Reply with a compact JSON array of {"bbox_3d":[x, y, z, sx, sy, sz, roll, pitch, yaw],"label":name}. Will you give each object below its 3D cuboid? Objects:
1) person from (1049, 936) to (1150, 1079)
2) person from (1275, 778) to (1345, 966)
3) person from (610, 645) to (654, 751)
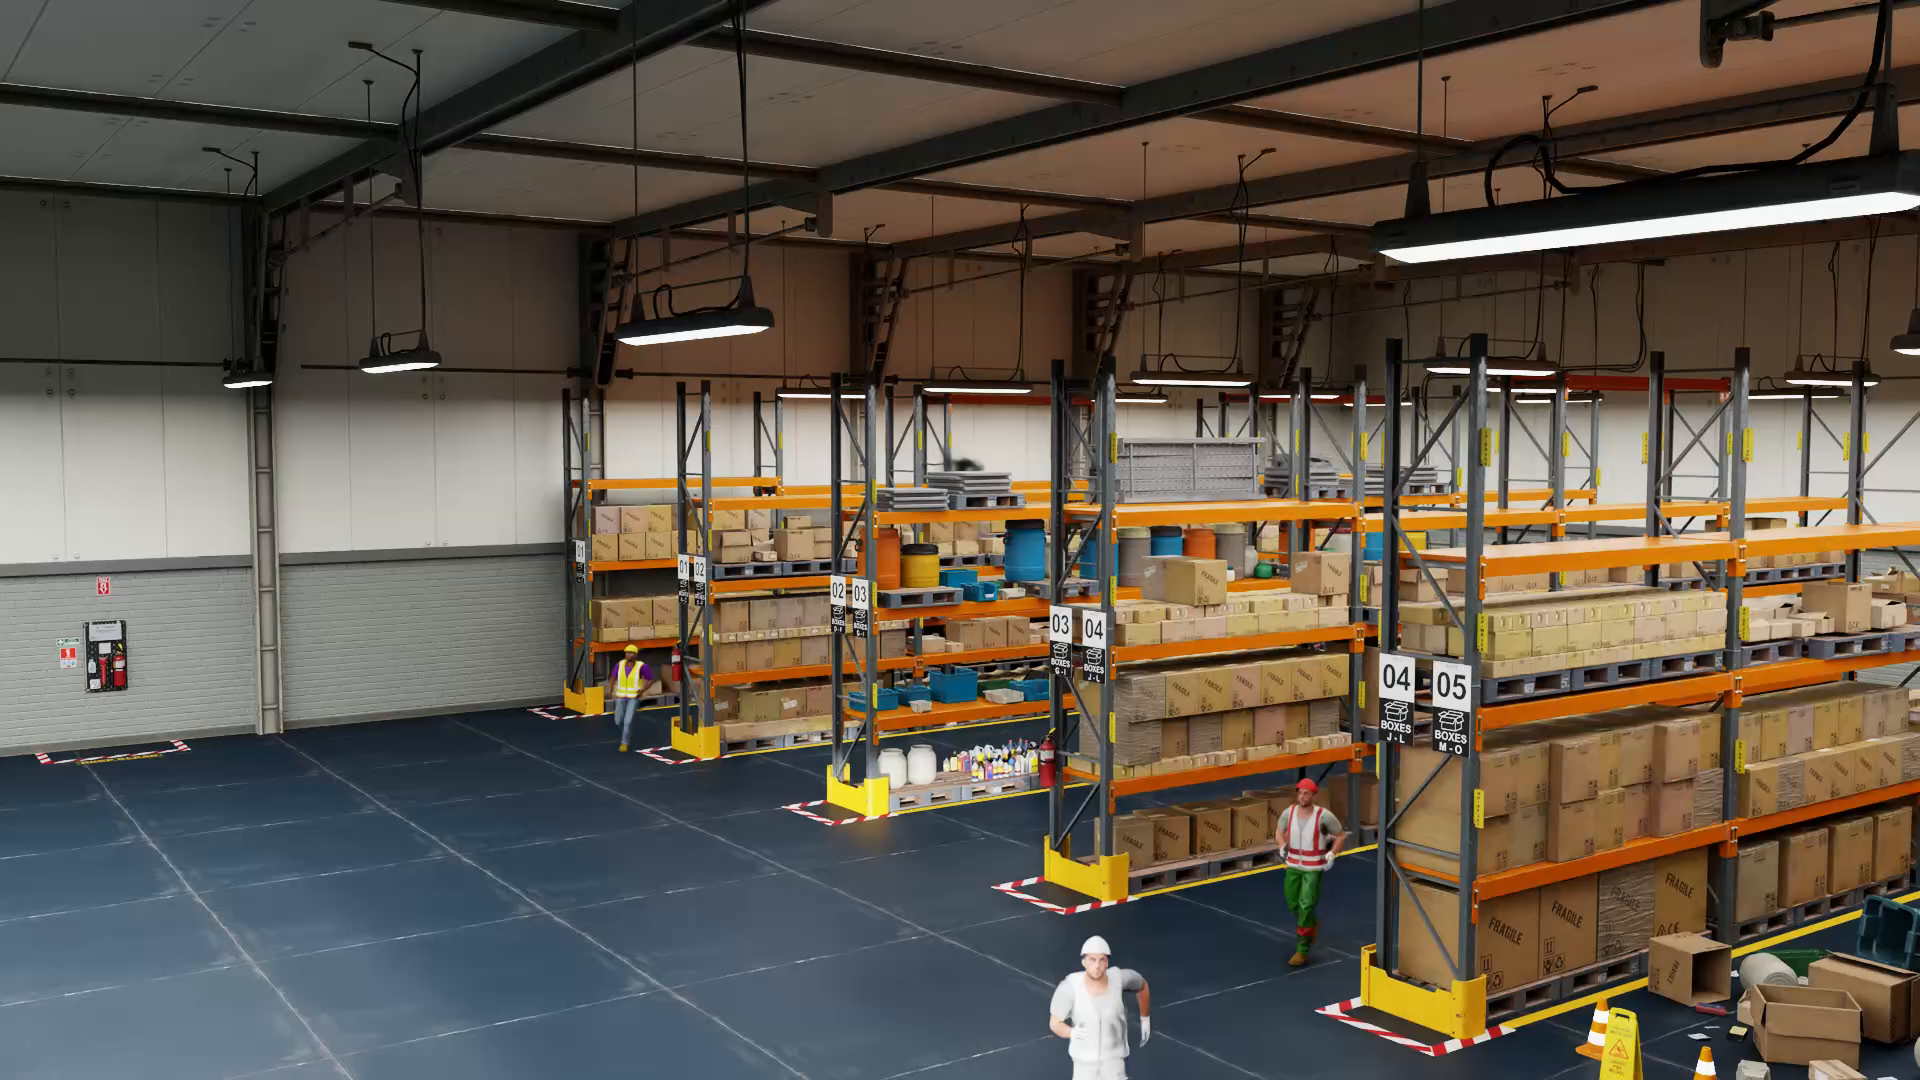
[{"bbox_3d":[0.955,3.540,11.323,0.693,1.760,0.818,0,4,3],"label":"person"},{"bbox_3d":[3.407,3.222,16.369,0.680,1.773,0.794,3,4,35],"label":"person"},{"bbox_3d":[-5.377,2.564,27.234,0.721,1.728,0.651,1,4,9],"label":"person"}]
